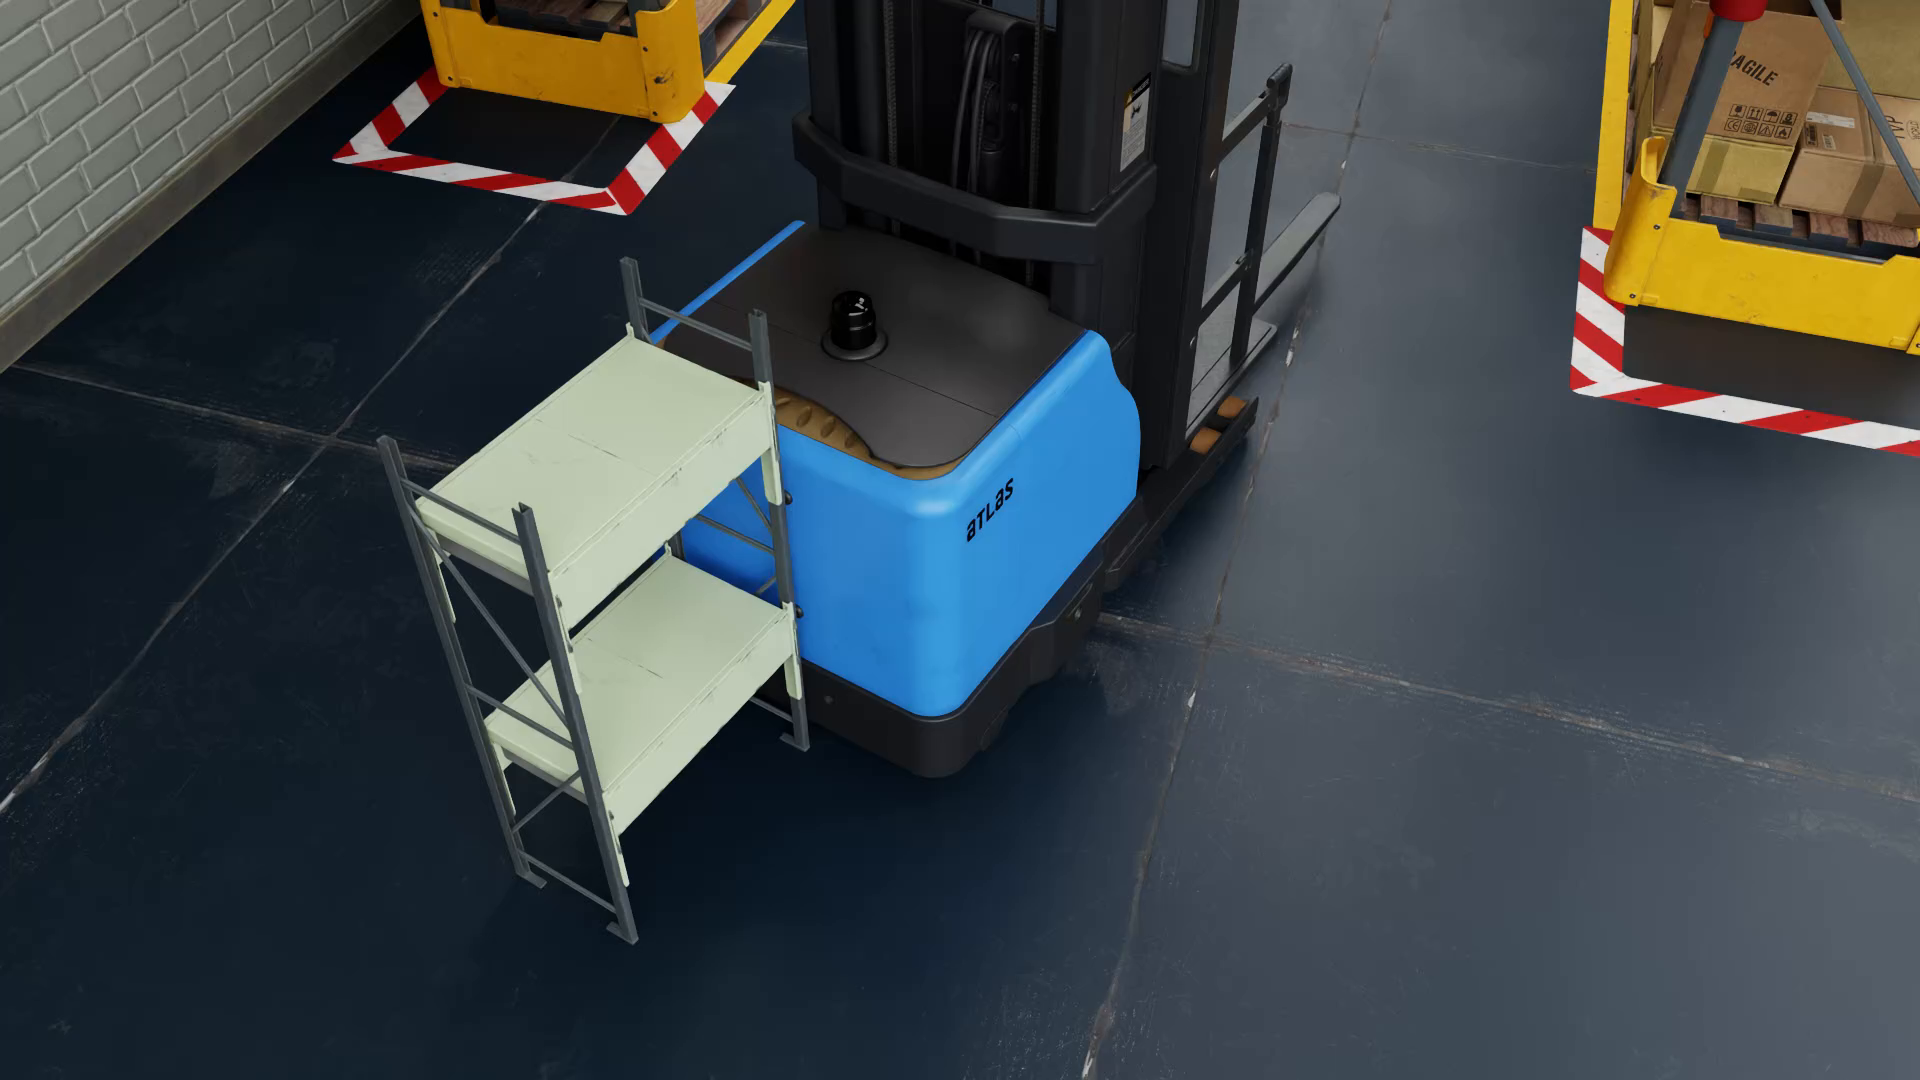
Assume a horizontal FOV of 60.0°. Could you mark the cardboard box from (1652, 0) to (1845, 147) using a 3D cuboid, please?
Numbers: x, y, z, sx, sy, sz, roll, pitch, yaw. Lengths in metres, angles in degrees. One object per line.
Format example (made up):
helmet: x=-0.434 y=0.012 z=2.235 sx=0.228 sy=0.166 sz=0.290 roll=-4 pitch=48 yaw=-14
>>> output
cardboard box: x=2.875 y=-1.824 z=6.099 sx=0.500 sy=0.500 sz=0.500 roll=13 pitch=46 yaw=13

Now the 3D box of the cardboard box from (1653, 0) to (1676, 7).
cardboard box: x=3.164 y=-2.494 z=6.783 sx=0.500 sy=0.500 sz=0.500 roll=13 pitch=46 yaw=13

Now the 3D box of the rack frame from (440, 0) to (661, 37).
rack frame: x=-1.726 y=-3.015 z=6.186 sx=1.000 sy=3.000 sz=0.127 roll=13 pitch=46 yaw=13

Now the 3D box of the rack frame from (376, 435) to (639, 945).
rack frame: x=-0.989 y=0.407 z=3.762 sx=0.400 sy=1.500 sz=0.023 roll=24 pitch=49 yaw=23

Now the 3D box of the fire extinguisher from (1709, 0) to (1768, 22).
fire extinguisher: x=2.518 y=-1.960 z=5.164 sx=0.296 sy=0.674 sz=0.183 roll=13 pitch=46 yaw=13

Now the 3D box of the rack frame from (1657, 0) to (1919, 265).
rack frame: x=2.996 y=-1.968 z=5.117 sx=1.000 sy=3.000 sz=0.127 roll=13 pitch=46 yaw=13

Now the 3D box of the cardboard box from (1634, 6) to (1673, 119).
cardboard box: x=3.017 y=-1.891 z=6.704 sx=0.500 sy=0.250 sz=0.500 roll=13 pitch=46 yaw=13

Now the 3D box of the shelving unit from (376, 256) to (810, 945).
shelving unit: x=-0.792 y=0.191 z=3.982 sx=0.431 sy=1.500 sz=0.755 roll=24 pitch=49 yaw=23

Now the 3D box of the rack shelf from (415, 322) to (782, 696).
rack shelf: x=-0.792 y=-0.088 z=3.709 sx=0.431 sy=0.370 sz=0.720 roll=24 pitch=49 yaw=23

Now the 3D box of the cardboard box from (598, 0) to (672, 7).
cardboard box: x=-1.431 y=-2.653 z=7.425 sx=0.500 sy=0.311 sz=0.500 roll=8 pitch=45 yaw=8

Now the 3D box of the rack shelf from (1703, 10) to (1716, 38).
rack shelf: x=3.602 y=-3.044 z=6.731 sx=1.077 sy=0.370 sz=4.000 roll=13 pitch=46 yaw=13

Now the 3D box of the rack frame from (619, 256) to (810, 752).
rack frame: x=-0.594 y=-0.024 z=4.203 sx=0.400 sy=1.500 sz=0.023 roll=24 pitch=49 yaw=23

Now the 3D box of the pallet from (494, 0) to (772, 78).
pallet: x=-1.423 y=-2.603 z=7.759 sx=1.003 sy=0.211 sz=1.213 roll=13 pitch=46 yaw=13

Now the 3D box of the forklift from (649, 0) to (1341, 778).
forklift: x=0.336 y=-1.414 z=4.600 sx=1.130 sy=2.935 sz=3.031 roll=24 pitch=49 yaw=23

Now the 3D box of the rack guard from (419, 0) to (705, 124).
rack guard: x=-1.703 y=-2.172 z=7.112 sx=1.175 sy=0.500 sz=0.348 roll=13 pitch=46 yaw=13

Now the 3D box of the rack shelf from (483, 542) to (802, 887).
rack shelf: x=-0.792 y=0.424 z=4.210 sx=0.431 sy=0.370 sz=0.720 roll=24 pitch=49 yaw=23

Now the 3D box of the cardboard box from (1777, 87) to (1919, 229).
cardboard box: x=3.371 y=-1.446 z=6.249 sx=0.500 sy=0.250 sz=0.500 roll=13 pitch=46 yaw=13

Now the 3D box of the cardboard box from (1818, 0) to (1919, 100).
cardboard box: x=3.520 y=-2.048 z=6.327 sx=0.500 sy=0.500 sz=0.500 roll=13 pitch=46 yaw=13

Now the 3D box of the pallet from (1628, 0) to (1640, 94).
pallet: x=3.559 y=-2.301 z=7.450 sx=1.003 sy=0.211 sz=1.213 roll=13 pitch=46 yaw=13

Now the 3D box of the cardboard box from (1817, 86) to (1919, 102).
cardboard box: x=3.519 y=-1.780 z=6.590 sx=0.500 sy=0.250 sz=0.500 roll=13 pitch=46 yaw=13

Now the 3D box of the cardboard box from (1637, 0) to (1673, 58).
cardboard box: x=3.167 y=-2.225 z=7.045 sx=0.500 sy=0.250 sz=0.500 roll=13 pitch=46 yaw=13

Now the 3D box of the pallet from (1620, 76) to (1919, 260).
pallet: x=3.188 y=-1.490 z=6.622 sx=1.003 sy=0.211 sz=1.213 roll=13 pitch=46 yaw=13

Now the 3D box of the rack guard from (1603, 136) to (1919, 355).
rack guard: x=2.989 y=-1.059 z=5.975 sx=1.175 sy=0.500 sz=0.348 roll=13 pitch=46 yaw=13

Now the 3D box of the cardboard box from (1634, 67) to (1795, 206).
cardboard box: x=2.877 y=-1.556 z=6.361 sx=0.500 sy=0.250 sz=0.500 roll=13 pitch=46 yaw=13
